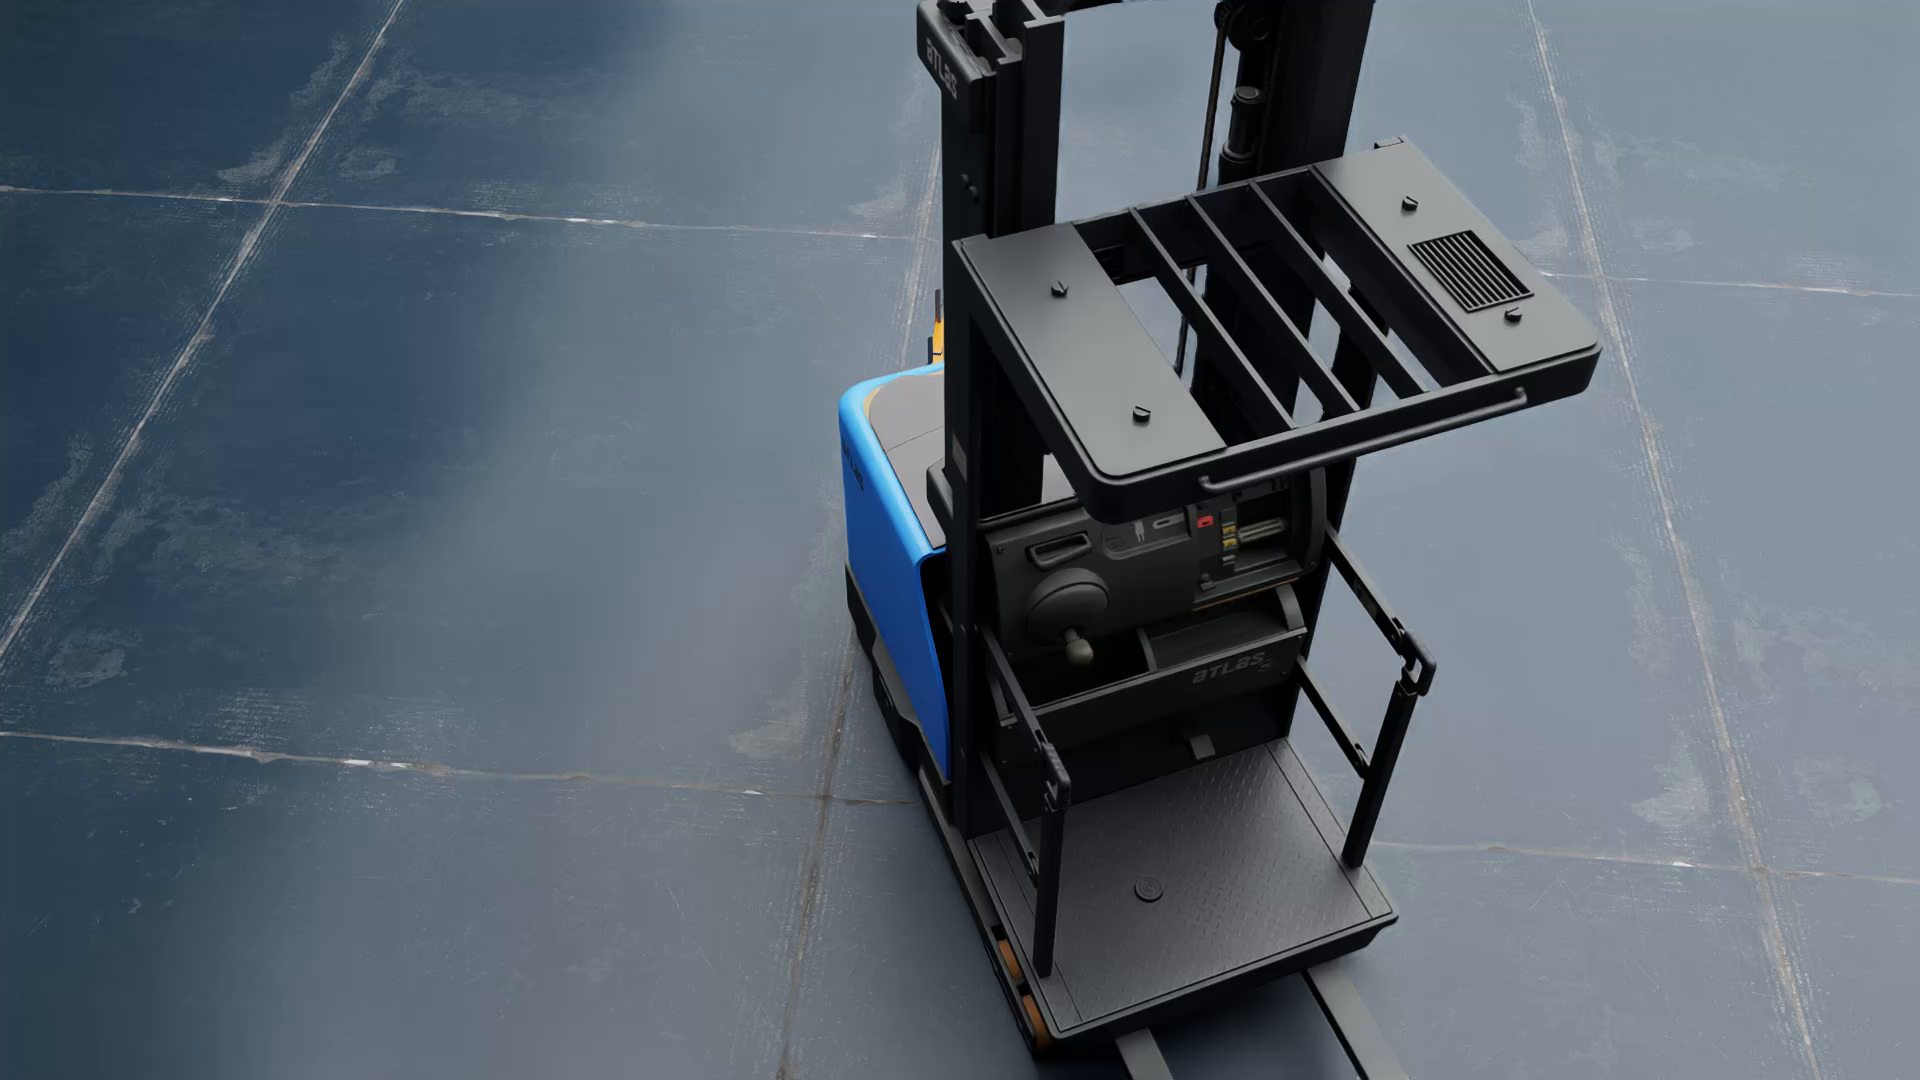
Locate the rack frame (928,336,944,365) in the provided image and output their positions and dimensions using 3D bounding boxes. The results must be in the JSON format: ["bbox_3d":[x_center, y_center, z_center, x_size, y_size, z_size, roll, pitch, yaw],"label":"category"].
[{"bbox_3d":[-0.006,-0.304,5.817,0.200,1.050,0.008,4,48,4],"label":"rack frame"}]

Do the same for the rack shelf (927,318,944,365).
[{"bbox_3d":[0.005,-0.578,5.697,0.215,0.259,0.240,4,48,4],"label":"rack shelf"}]

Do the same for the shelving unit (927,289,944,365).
[{"bbox_3d":[0.005,-0.394,5.899,0.215,1.050,0.252,4,48,4],"label":"shelving unit"}]

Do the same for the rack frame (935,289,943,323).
[{"bbox_3d":[0.016,-0.483,5.981,0.200,1.050,0.008,4,48,4],"label":"rack frame"}]

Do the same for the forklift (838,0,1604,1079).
[{"bbox_3d":[0.596,0.144,4.132,1.130,2.935,3.031,-16,49,-14],"label":"forklift"}]
